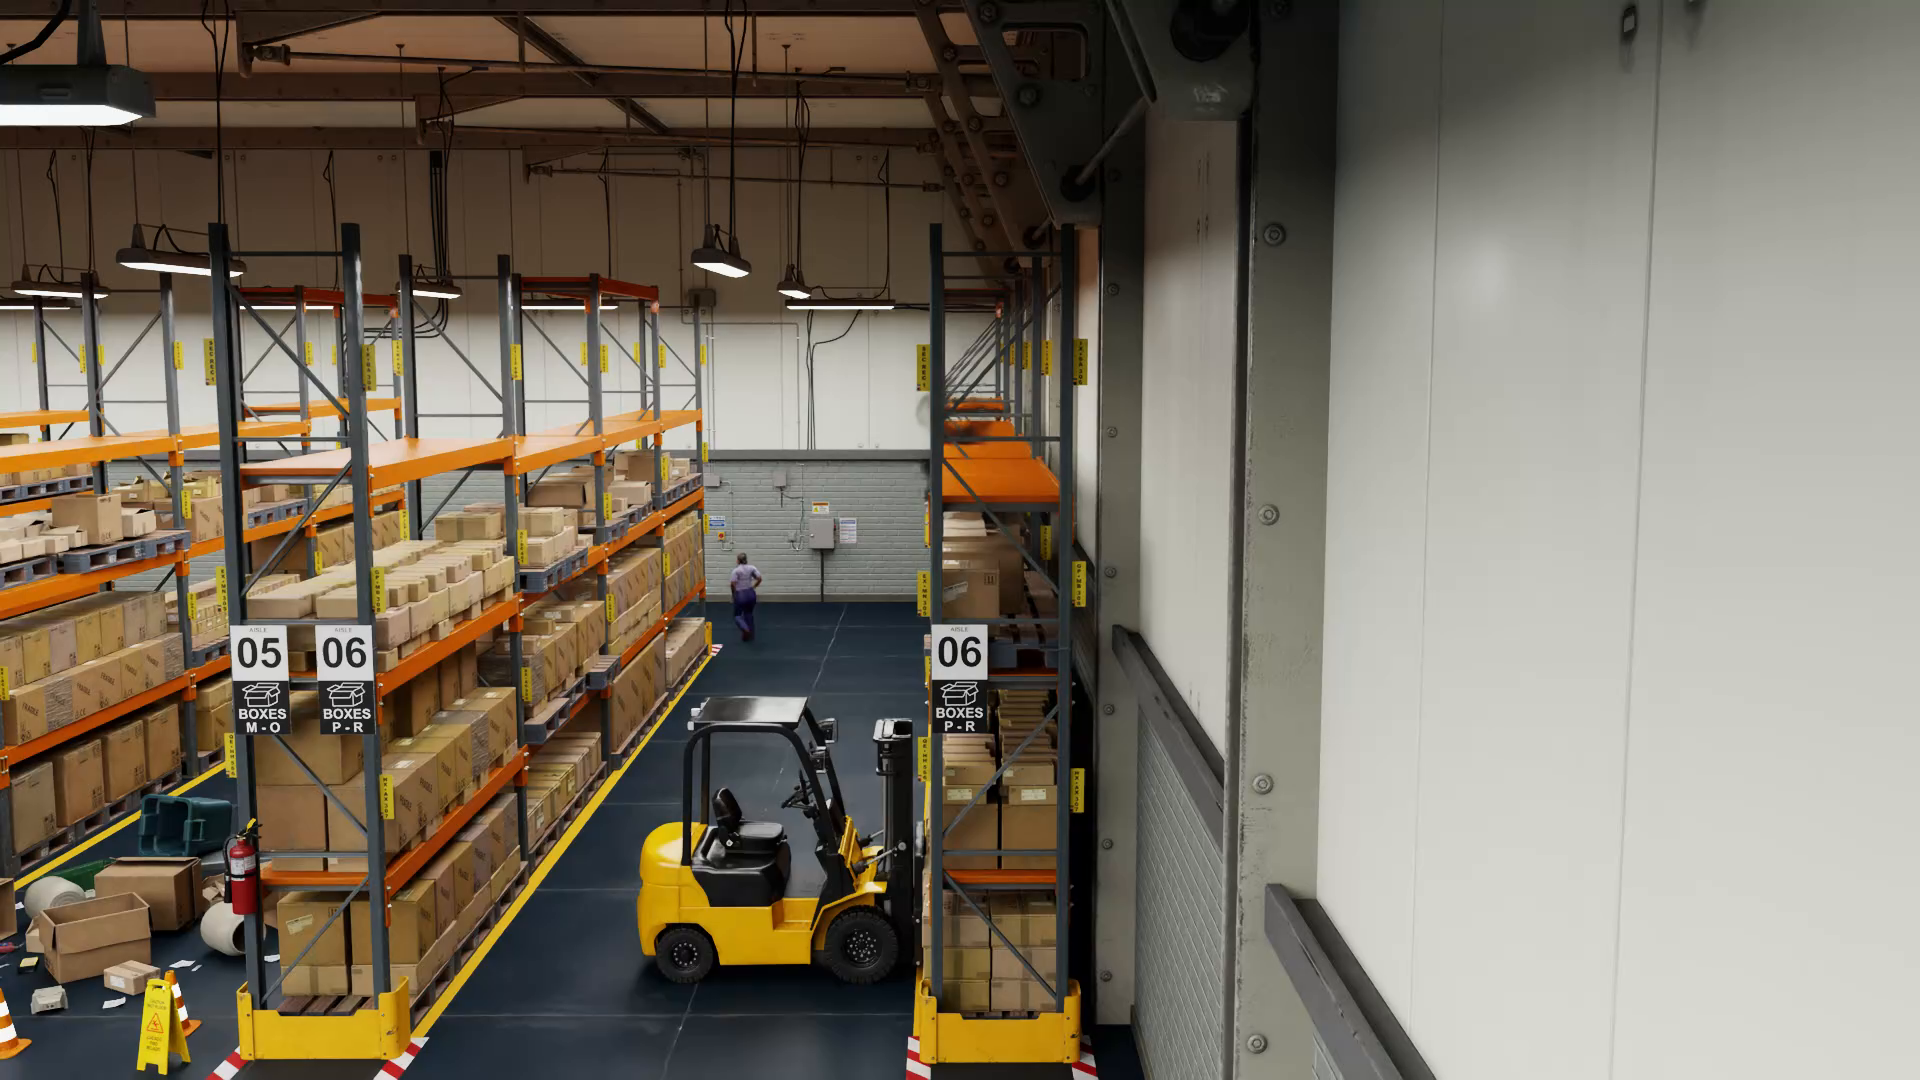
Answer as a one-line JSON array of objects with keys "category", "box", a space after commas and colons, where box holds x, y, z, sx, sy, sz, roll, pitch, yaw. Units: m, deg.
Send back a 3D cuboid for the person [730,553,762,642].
[{"category": "person", "box": [-3.790, 1.160, 29.125, 0.629, 1.237, 0.575, -4, 8, -32]}]
